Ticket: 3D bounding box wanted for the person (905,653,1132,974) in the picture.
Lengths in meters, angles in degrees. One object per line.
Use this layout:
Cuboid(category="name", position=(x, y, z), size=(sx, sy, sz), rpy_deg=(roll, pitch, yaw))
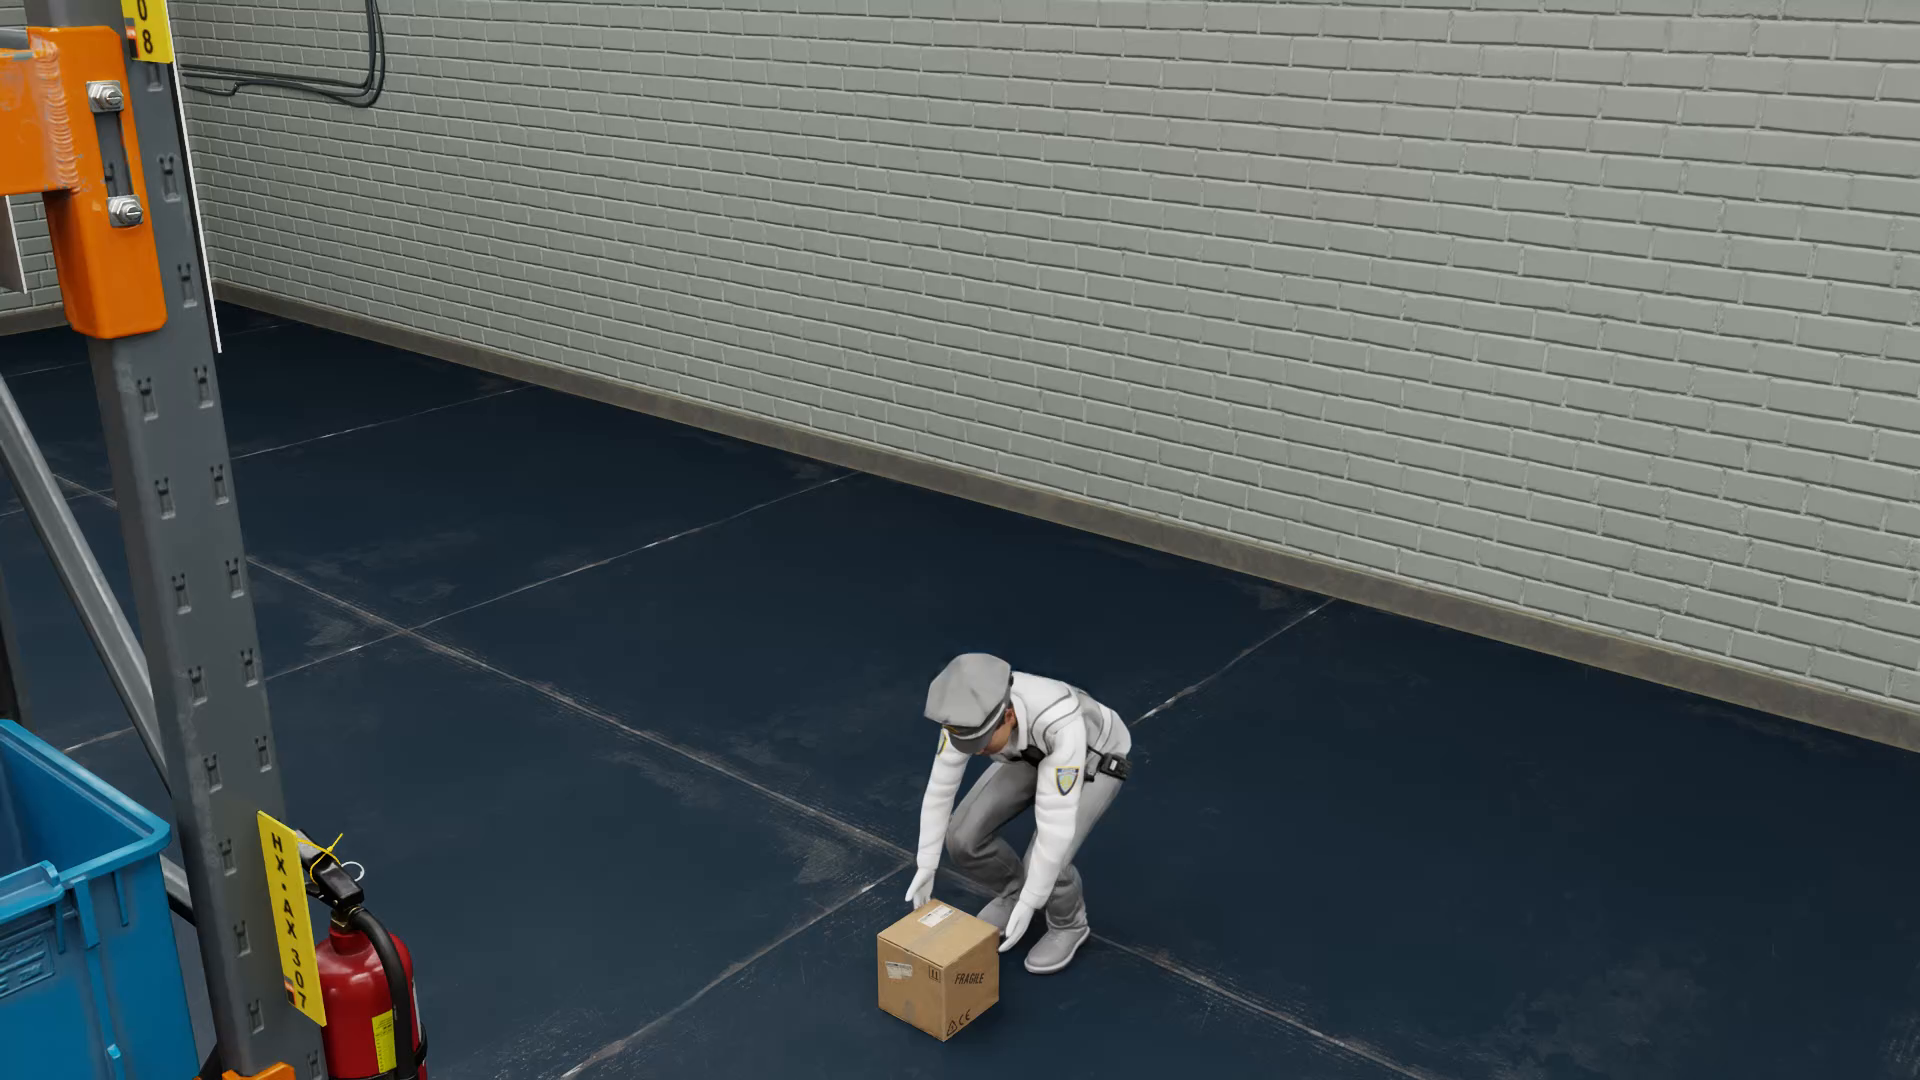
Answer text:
Cuboid(category="person", position=(0.200, 0.758, 4.884), size=(0.505, 1.075, 0.826), rpy_deg=(16, 26, 36))
